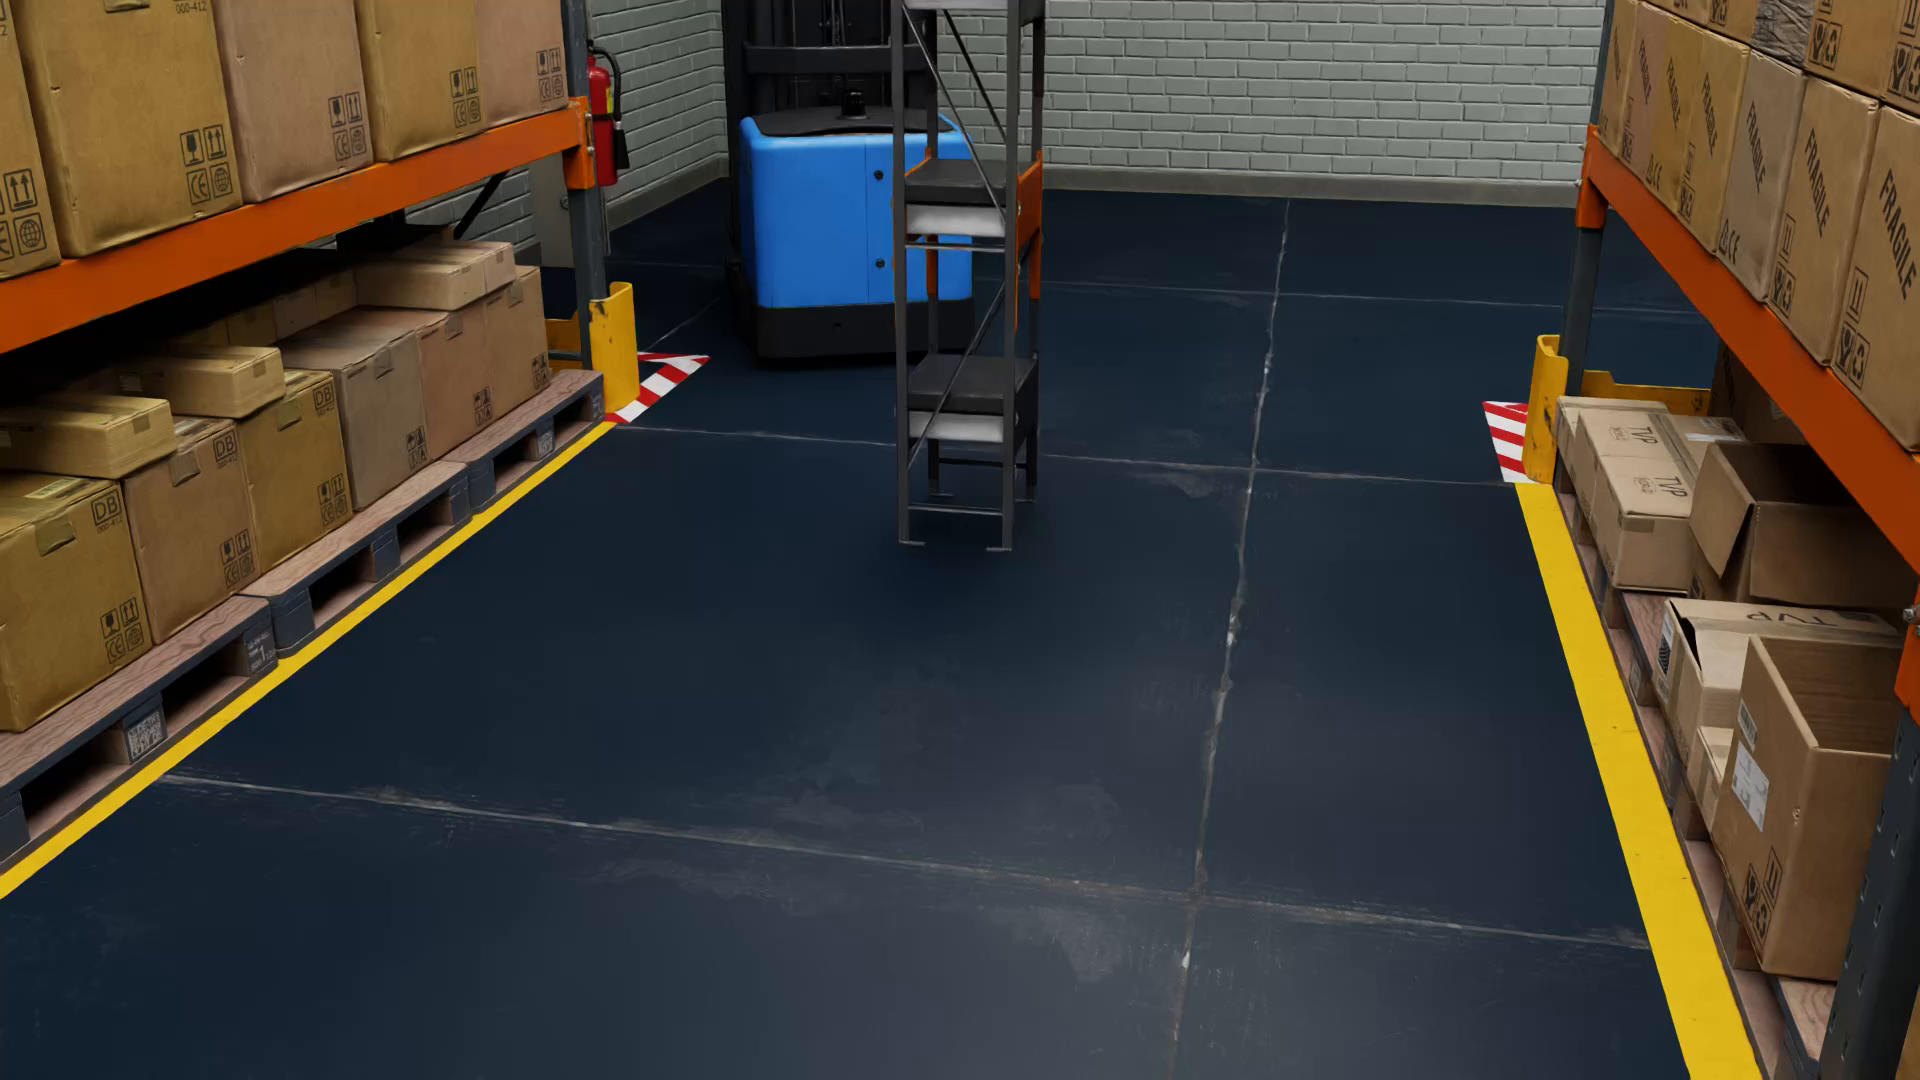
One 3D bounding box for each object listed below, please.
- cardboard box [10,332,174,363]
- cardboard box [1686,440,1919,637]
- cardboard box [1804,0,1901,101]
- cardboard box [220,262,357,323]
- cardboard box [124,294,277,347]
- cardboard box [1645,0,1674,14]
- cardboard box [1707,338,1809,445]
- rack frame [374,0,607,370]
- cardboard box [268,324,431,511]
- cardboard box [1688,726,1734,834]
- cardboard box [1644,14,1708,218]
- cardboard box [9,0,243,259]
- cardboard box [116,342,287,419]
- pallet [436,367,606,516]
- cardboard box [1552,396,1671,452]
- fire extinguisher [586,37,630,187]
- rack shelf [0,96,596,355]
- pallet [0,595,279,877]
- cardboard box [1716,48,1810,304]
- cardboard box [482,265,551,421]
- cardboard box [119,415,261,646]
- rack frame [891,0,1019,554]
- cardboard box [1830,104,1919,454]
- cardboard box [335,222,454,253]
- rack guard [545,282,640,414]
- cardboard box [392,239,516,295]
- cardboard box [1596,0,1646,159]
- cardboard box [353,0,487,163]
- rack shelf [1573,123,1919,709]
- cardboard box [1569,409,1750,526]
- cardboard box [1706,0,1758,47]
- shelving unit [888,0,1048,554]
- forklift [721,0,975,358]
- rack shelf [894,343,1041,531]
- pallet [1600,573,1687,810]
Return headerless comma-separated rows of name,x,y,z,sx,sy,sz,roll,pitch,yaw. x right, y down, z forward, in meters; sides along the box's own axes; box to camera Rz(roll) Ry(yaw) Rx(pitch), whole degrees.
cardboard box,-2.613,-0.516,5.036,0.380,0.149,0.250,5,22,11
cardboard box,2.375,0.072,4.413,0.797,0.503,0.637,4,22,11
cardboard box,1.948,-1.097,3.090,0.500,0.500,0.500,4,22,10
cardboard box,-2.407,-0.891,5.965,0.380,0.149,0.250,5,22,11
cardboard box,-2.509,-0.704,5.501,0.380,0.149,0.250,5,22,11
cardboard box,2.365,-1.834,4.919,0.500,0.500,0.500,5,22,11
cardboard box,2.943,-0.484,5.798,0.500,0.500,0.500,4,22,11
rack frame,-2.037,-2.034,6.888,1.000,3.000,0.127,4,22,11
cardboard box,-2.286,-0.438,5.711,0.700,0.500,0.500,4,22,9
cardboard box,1.853,0.552,3.695,0.380,0.149,0.250,4,22,11
cardboard box,2.259,-1.189,4.658,0.500,0.500,0.500,4,22,11
cardboard box,-2.572,-1.174,4.351,0.980,0.700,0.700,4,22,10
cardboard box,-2.246,-0.475,4.933,0.380,0.149,0.250,4,22,9
pallet,-2.124,-0.442,6.668,1.003,0.211,1.213,4,22,11
cardboard box,2.391,-0.412,6.089,0.380,0.149,0.250,4,22,11
fire extinguisher,-1.555,-1.845,7.022,0.296,0.674,0.183,4,22,11
rack shelf,-2.445,-0.969,5.207,1.077,0.370,4.000,4,22,11
pallet,-2.622,0.450,4.453,1.003,0.211,1.213,4,22,11
cardboard box,2.054,-0.820,3.741,0.500,0.500,0.500,5,22,12
cardboard box,-2.082,-0.805,6.622,0.700,0.500,0.500,4,22,11
cardboard box,-2.495,-0.055,4.760,0.700,0.500,0.500,4,22,10
rack frame,-0.016,-0.945,5.390,0.400,2.100,0.015,4,22,11
cardboard box,1.848,-0.443,2.806,0.500,0.500,0.500,5,22,12
cardboard box,-2.252,-1.167,6.652,0.380,0.149,0.250,5,22,11
rack guard,-2.032,-0.883,7.377,1.175,0.500,0.348,4,22,11
cardboard box,-1.930,-1.046,6.350,0.380,0.149,0.250,4,22,10
cardboard box,2.464,-1.562,5.582,0.500,0.500,0.500,5,22,12
cardboard box,-2.269,-1.719,5.704,0.980,0.700,0.700,4,22,10
rack shelf,2.405,-0.592,4.272,1.077,0.370,4.000,4,22,11
cardboard box,2.322,-0.226,5.491,0.500,0.250,0.500,4,22,11
cardboard box,2.155,-1.465,4.005,0.500,0.500,0.500,4,22,10
shelving unit,0.034,-1.035,5.612,0.431,2.100,0.503,4,22,11
forklift,-0.714,-2.727,8.701,1.130,2.935,3.031,-4,22,-10
rack shelf,0.034,-0.373,5.878,0.431,0.518,0.480,4,22,11
pallet,2.385,0.400,4.577,1.003,0.211,1.213,4,22,11
